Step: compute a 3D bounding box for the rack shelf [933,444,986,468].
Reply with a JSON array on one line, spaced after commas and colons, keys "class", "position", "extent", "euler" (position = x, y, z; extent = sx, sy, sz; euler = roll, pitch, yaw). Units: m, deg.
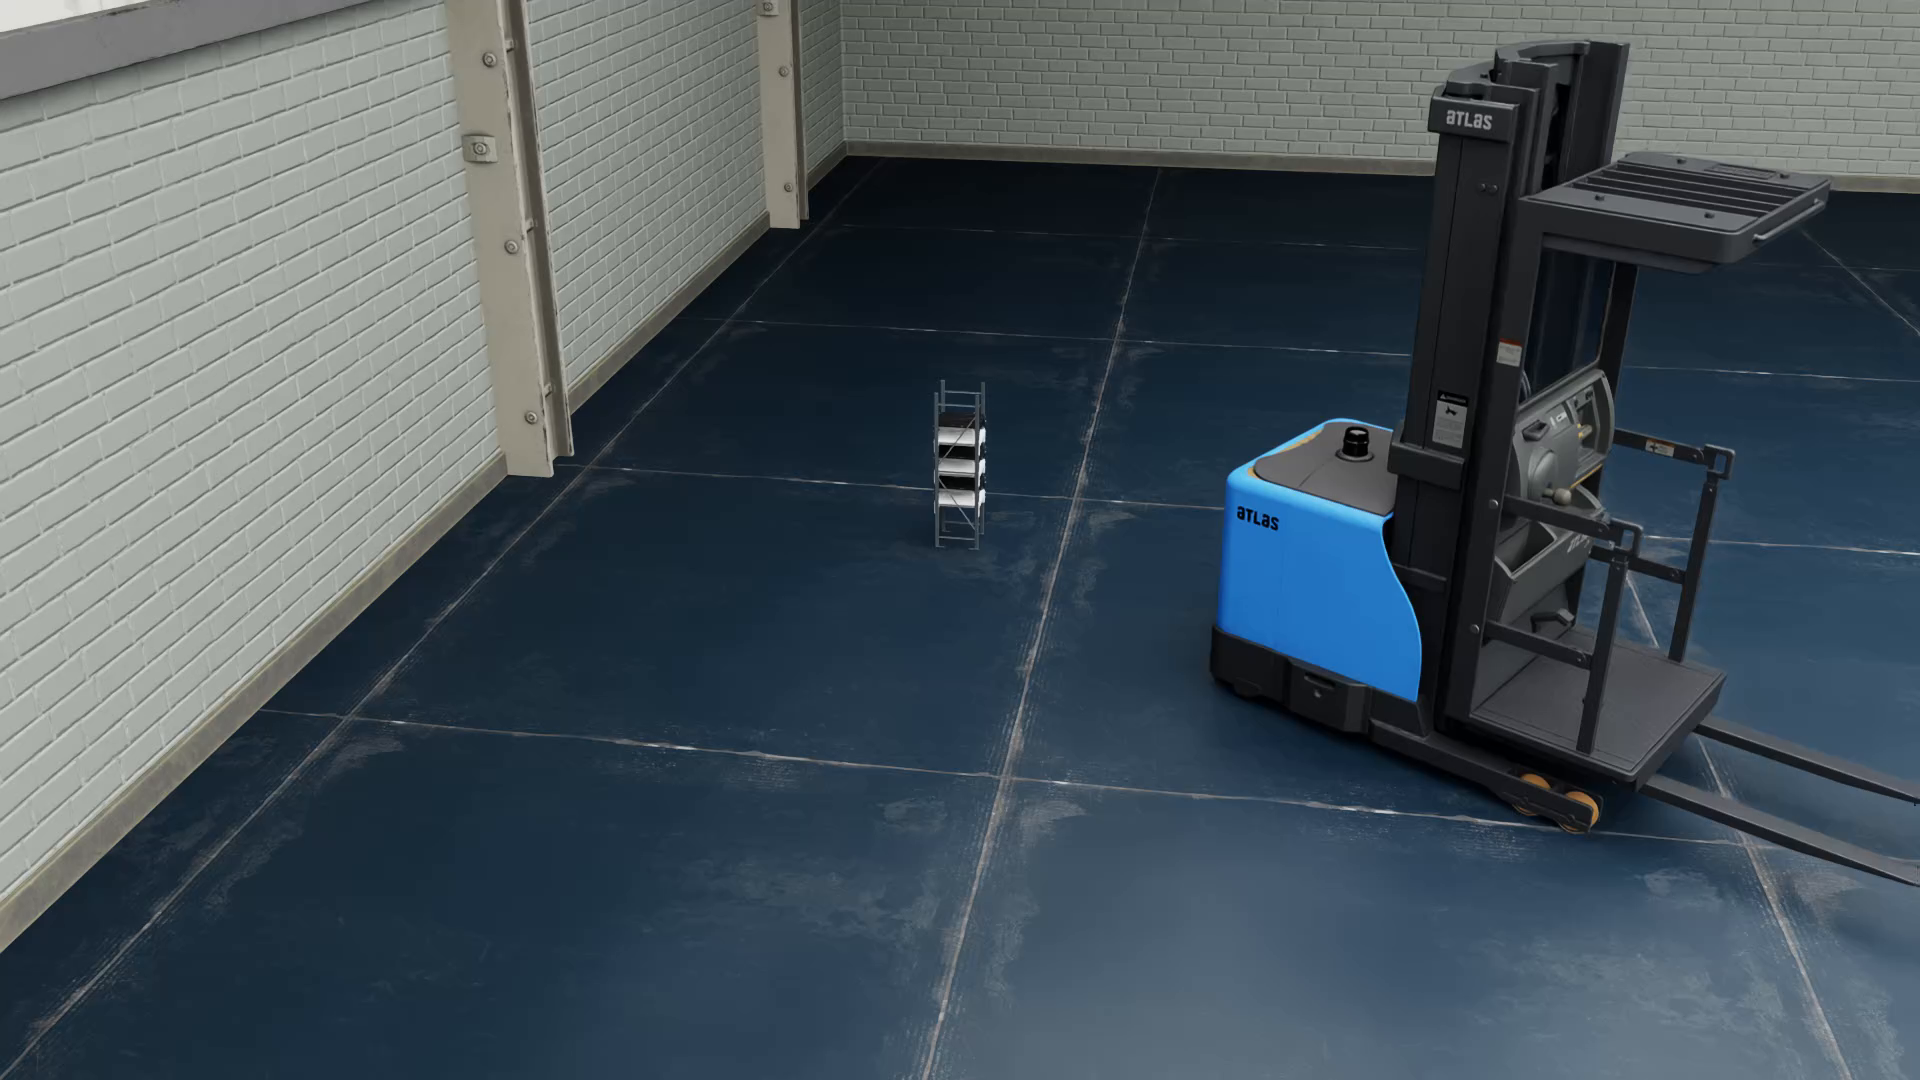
[{"class": "rack shelf", "position": [-0.001, -0.455, 9.028], "extent": [0.258, 0.077, 0.200], "euler": [4, 25, 9]}]

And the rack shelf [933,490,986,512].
[{"class": "rack shelf", "position": [-0.001, -0.211, 9.142], "extent": [0.258, 0.077, 0.200], "euler": [4, 25, 9]}]

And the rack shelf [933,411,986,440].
[{"class": "rack shelf", "position": [-0.001, -0.619, 8.952], "extent": [0.258, 0.077, 0.200], "euler": [4, 25, 9]}]

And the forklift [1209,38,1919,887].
[{"class": "forklift", "position": [2.608, -0.393, 6.633], "extent": [3.031, 2.935, 1.130], "euler": [20, 32, 37]}]

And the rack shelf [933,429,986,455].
[{"class": "rack shelf", "position": [-0.001, -0.537, 8.990], "extent": [0.258, 0.077, 0.200], "euler": [4, 25, 9]}]

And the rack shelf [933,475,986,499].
[{"class": "rack shelf", "position": [-0.001, -0.292, 9.104], "extent": [0.258, 0.077, 0.200], "euler": [4, 25, 9]}]

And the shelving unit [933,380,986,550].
[{"class": "shelving unit", "position": [-0.001, -0.404, 9.052], "extent": [0.258, 0.900, 0.210], "euler": [4, 25, 9]}]

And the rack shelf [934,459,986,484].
[{"class": "rack shelf", "position": [-0.001, -0.374, 9.066], "extent": [0.258, 0.077, 0.200], "euler": [4, 25, 9]}]

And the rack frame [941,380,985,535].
[{"class": "rack frame", "position": [0.015, -0.447, 9.143], "extent": [0.240, 0.900, 0.006], "euler": [4, 25, 9]}]

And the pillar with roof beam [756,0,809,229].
[{"class": "pillar with roof beam", "position": [2.631, -6.759, 13.075], "extent": [9.100, 9.000, 0.400], "euler": [4, 25, 9]}]

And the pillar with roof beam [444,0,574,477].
[{"class": "pillar with roof beam", "position": [1.650, -4.250, 7.714], "extent": [9.100, 9.000, 0.400], "euler": [4, 25, 9]}]

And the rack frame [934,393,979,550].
[{"class": "rack frame", "position": [-0.018, -0.362, 8.961], "extent": [0.240, 0.900, 0.006], "euler": [4, 25, 9]}]
